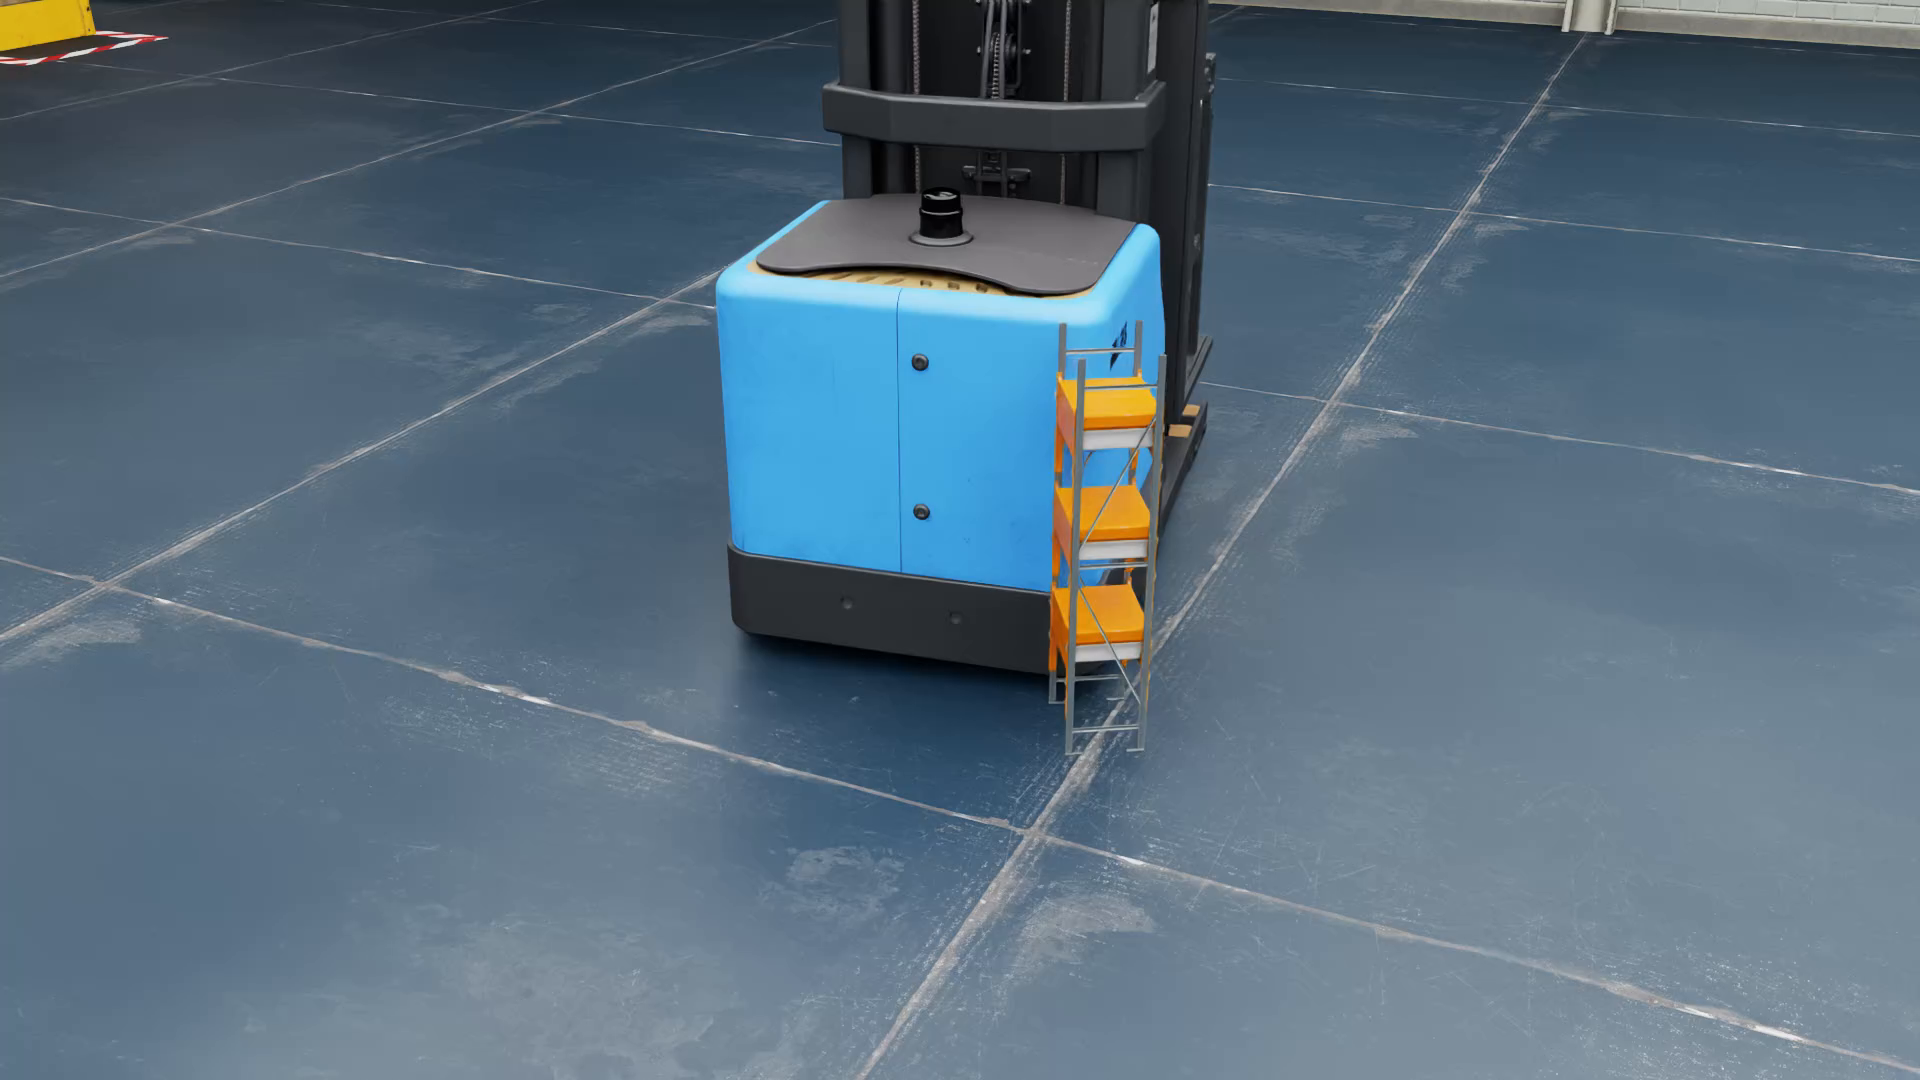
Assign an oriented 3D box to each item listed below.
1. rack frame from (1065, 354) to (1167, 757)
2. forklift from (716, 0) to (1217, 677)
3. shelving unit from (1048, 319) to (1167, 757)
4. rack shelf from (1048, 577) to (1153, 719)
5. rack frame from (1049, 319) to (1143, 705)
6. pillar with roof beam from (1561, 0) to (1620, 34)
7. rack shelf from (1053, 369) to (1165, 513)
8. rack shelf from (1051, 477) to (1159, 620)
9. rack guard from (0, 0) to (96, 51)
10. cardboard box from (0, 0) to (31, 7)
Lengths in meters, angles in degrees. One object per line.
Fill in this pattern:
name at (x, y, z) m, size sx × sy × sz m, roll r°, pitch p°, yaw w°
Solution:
rack frame at (0.362, 0.063, 3.933) m, size 0.200 × 1.050 × 0.008 m, roll -3°, pitch 26°, yaw -6°
forklift at (0.253, -1.587, 5.155) m, size 1.130 × 2.935 × 3.031 m, roll 7°, pitch 27°, yaw 14°
shelving unit at (0.347, 0.010, 4.042) m, size 0.215 × 1.050 × 0.252 m, roll -3°, pitch 26°, yaw -6°
rack shelf at (0.347, 0.268, 4.169) m, size 0.215 × 0.259 × 0.240 m, roll -3°, pitch 26°, yaw -6°
rack frame at (0.333, -0.044, 4.151) m, size 0.200 × 1.050 × 0.008 m, roll -3°, pitch 26°, yaw -6°
pillar with roof beam at (3.478, -6.576, 8.419) m, size 0.400 × 9.000 × 9.100 m, roll 11°, pitch 28°, yaw 22°
rack shelf at (0.347, -0.235, 3.921) m, size 0.215 × 0.259 × 0.240 m, roll -3°, pitch 26°, yaw -6°
rack shelf at (0.347, 0.019, 4.047) m, size 0.215 × 0.259 × 0.240 m, roll -3°, pitch 26°, yaw -6°
rack guard at (-7.523, -4.216, 13.247) m, size 0.348 × 0.500 × 1.175 m, roll 11°, pitch 28°, yaw 22°
cardboard box at (-8.074, -4.537, 13.706) m, size 0.500 × 0.250 × 0.500 m, roll 11°, pitch 28°, yaw 21°
